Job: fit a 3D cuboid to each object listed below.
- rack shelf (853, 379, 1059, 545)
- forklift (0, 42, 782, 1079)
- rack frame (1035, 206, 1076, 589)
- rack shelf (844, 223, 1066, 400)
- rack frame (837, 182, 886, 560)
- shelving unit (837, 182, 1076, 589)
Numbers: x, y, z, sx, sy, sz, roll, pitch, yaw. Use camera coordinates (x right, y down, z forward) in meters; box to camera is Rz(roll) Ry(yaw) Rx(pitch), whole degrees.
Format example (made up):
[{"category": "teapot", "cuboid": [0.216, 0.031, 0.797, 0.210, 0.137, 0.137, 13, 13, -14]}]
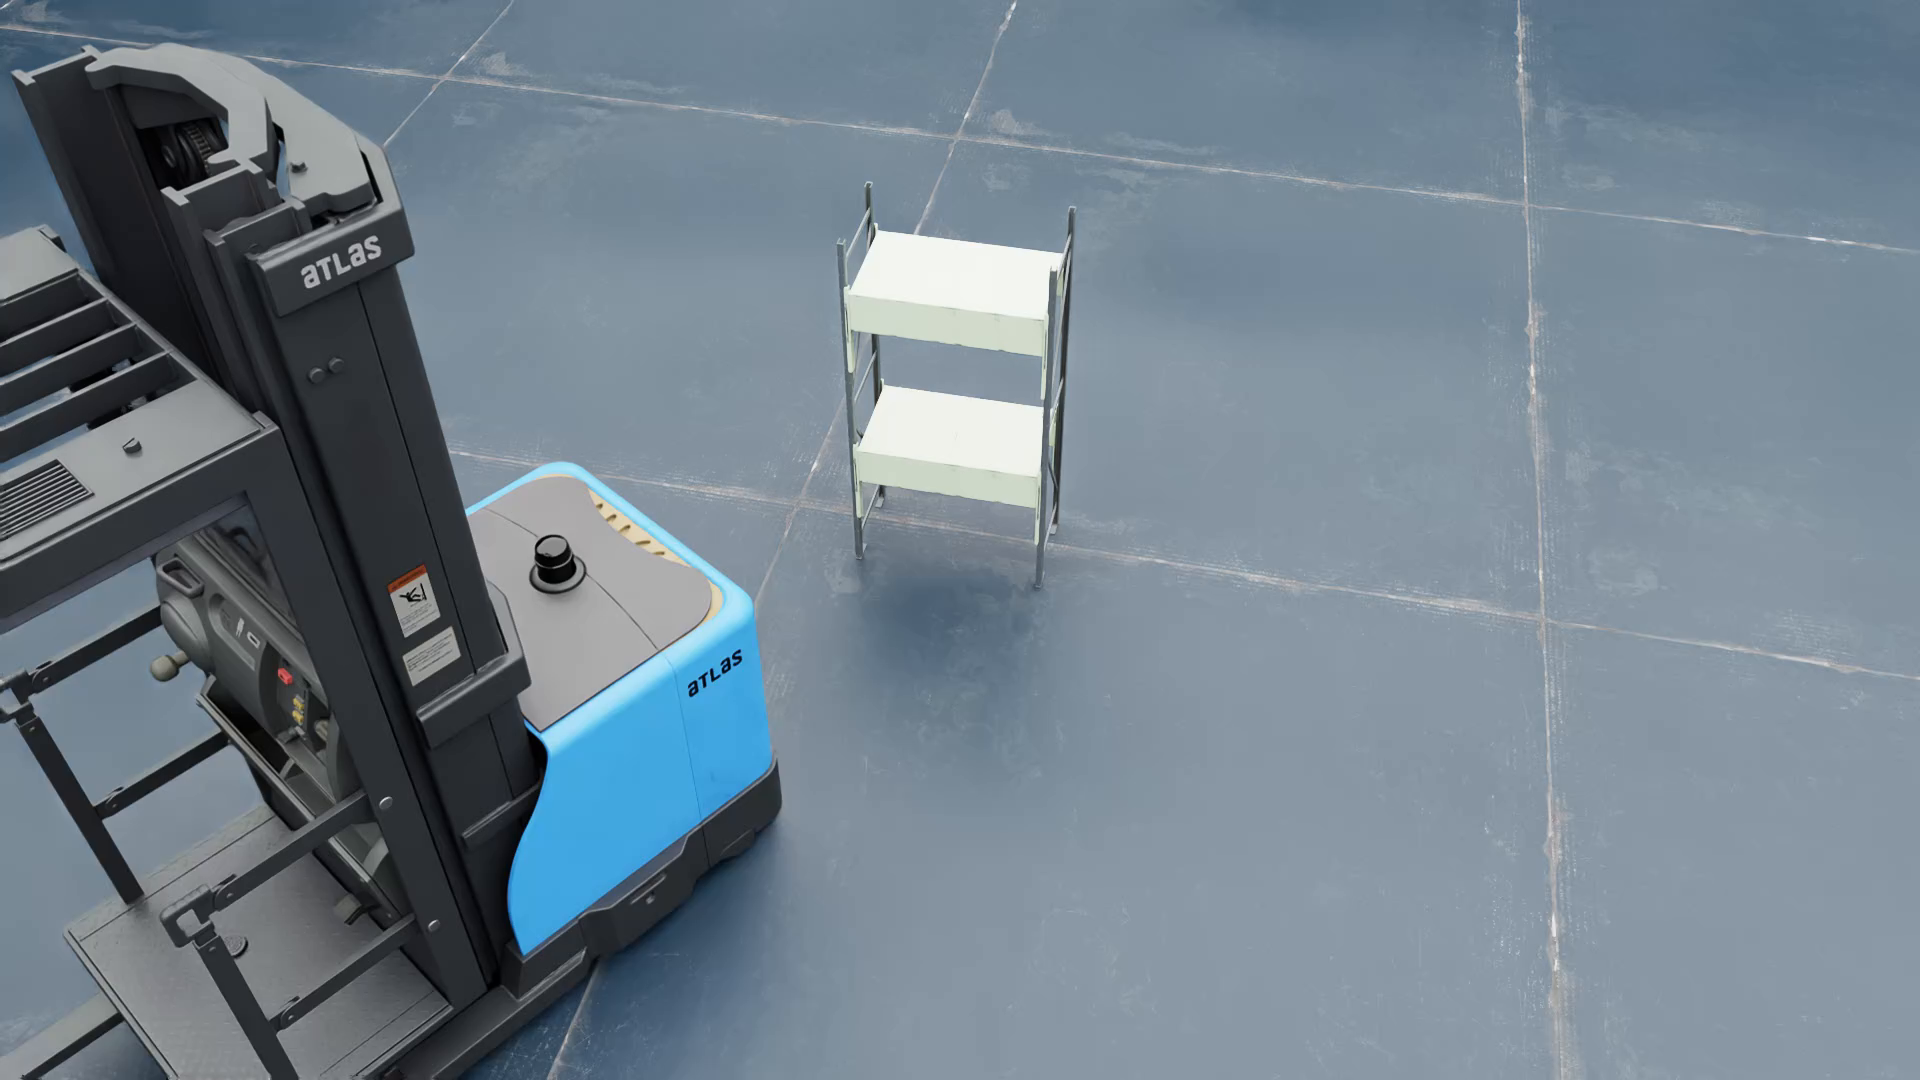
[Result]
[{"category": "rack shelf", "cuboid": [-0.007, -0.306, 6.457, 0.720, 0.370, 0.431, 9, 45, 9]}, {"category": "forklift", "cuboid": [-1.996, 0.400, 4.221, 1.130, 2.935, 3.031, 34, 53, 30]}, {"category": "rack frame", "cuboid": [0.351, -0.486, 6.173, 0.023, 1.500, 0.400, 9, 45, 9]}, {"category": "rack shelf", "cuboid": [-0.007, -0.823, 5.960, 0.720, 0.370, 0.431, 9, 45, 9]}, {"category": "rack frame", "cuboid": [-0.364, -0.597, 6.289, 0.023, 1.500, 0.400, 9, 45, 9]}, {"category": "shelving unit", "cuboid": [-0.007, -0.541, 6.231, 0.755, 1.500, 0.431, 9, 45, 9]}]
